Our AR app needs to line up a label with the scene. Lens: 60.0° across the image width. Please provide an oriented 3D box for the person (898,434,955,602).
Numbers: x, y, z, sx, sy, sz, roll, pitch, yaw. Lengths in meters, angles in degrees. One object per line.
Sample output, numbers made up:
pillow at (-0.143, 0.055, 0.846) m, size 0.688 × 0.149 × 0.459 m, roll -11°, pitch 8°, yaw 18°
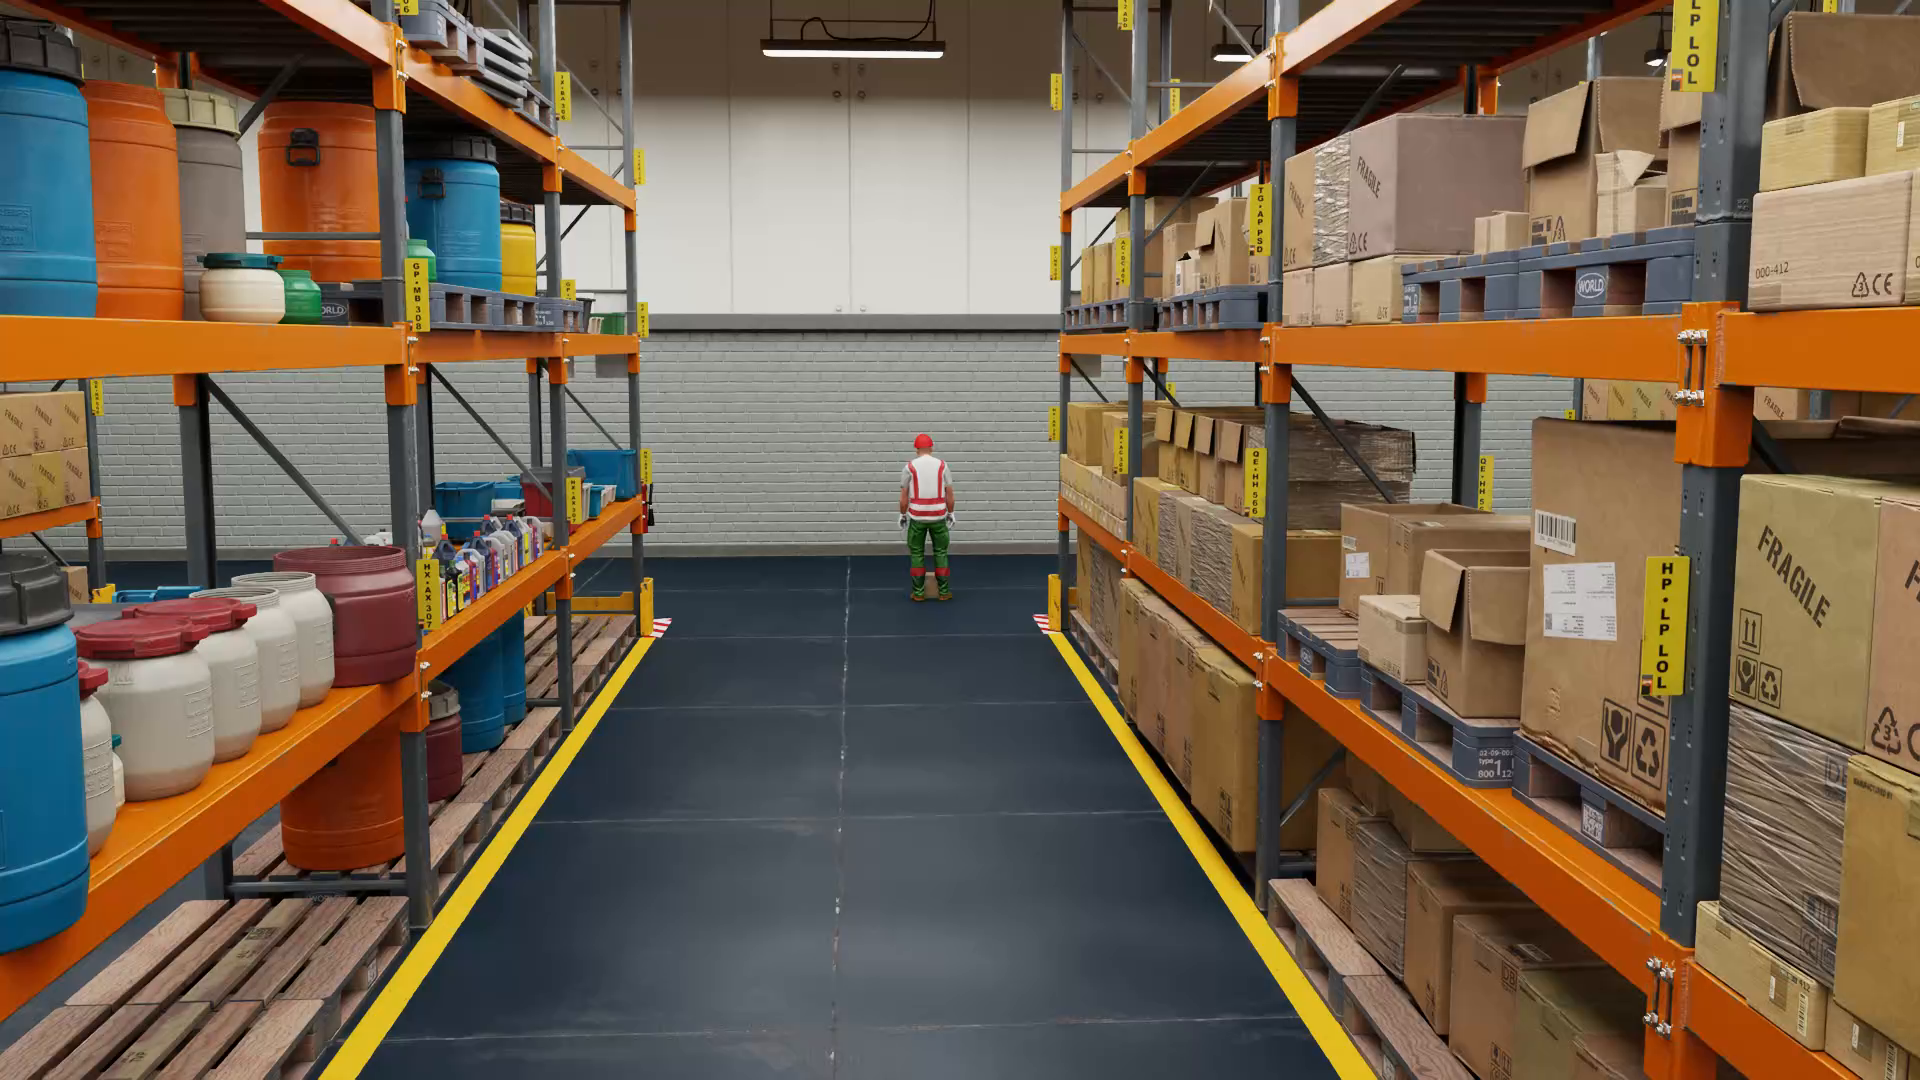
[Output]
person at (-0.354, -0.240, 17.705) m, size 0.615 × 1.778 × 0.453 m, roll -1°, pitch 7°, yaw -7°
